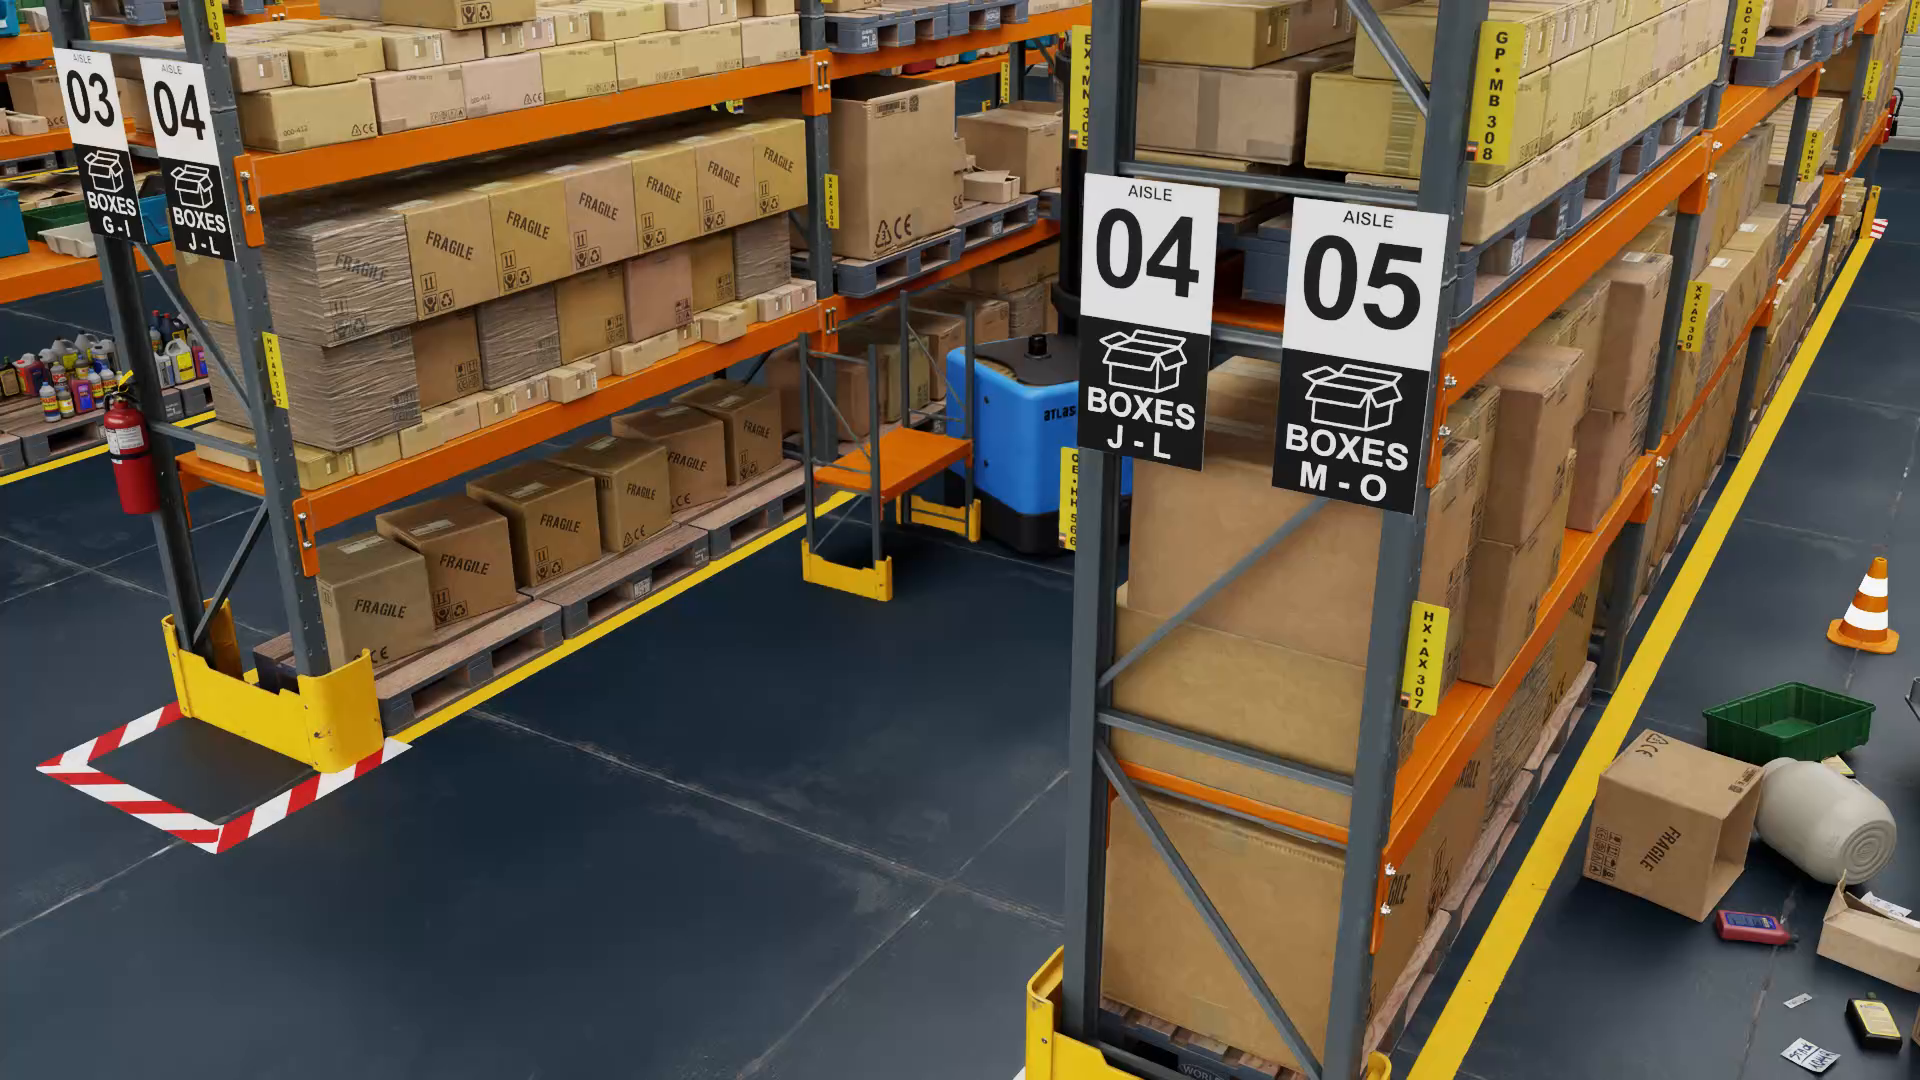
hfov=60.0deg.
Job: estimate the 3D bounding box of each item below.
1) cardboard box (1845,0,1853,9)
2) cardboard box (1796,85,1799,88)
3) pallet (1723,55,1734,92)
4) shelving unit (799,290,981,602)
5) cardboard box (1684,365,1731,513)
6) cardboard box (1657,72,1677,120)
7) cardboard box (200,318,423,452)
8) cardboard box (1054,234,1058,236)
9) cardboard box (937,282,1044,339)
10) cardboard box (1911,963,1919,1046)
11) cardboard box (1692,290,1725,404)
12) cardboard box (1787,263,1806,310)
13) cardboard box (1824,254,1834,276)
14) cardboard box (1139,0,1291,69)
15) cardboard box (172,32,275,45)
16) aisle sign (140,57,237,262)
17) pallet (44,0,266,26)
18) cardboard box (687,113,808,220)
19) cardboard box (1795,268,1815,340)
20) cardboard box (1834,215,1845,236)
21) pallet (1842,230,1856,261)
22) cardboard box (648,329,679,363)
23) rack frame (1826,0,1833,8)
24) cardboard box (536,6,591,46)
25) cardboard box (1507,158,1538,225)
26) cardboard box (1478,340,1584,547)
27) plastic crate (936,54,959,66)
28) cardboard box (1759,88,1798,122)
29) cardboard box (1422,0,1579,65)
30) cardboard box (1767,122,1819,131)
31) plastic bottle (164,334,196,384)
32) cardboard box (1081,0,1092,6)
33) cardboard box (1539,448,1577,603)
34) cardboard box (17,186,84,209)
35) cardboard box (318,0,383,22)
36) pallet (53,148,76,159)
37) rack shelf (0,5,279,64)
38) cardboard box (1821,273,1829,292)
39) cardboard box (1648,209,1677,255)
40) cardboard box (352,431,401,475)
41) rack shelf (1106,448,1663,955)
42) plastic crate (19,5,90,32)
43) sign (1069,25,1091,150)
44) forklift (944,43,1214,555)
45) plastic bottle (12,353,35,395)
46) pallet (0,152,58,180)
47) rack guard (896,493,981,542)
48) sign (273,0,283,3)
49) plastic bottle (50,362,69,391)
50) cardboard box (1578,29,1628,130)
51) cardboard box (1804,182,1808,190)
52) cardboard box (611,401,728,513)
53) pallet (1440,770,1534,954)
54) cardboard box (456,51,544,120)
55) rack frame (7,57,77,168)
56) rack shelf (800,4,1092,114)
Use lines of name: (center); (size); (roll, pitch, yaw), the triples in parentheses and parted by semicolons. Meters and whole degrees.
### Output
cardboard box: (5.804, -3.790, 11.329); (0.500, 0.500, 0.500); (14, 27, 29)
cardboard box: (7.147, -4.267, 14.573); (0.500, 0.500, 0.500); (13, 27, 27)
pallet: (3.351, -2.319, 8.297); (0.805, 0.209, 1.217); (13, 26, 27)
shelving unit: (-0.395, -0.578, 9.696); (0.587, 1.500, 1.083); (13, 27, 28)
cardboard box: (4.163, -0.739, 10.484); (1.050, 0.750, 0.750); (14, 27, 30)
cardboard box: (2.453, -1.678, 6.236); (0.380, 0.149, 0.250); (14, 27, 30)
cardboard box: (-3.048, -0.796, 7.814); (0.875, 0.500, 0.500); (14, 27, 29)
cardboard box: (1.240, -2.581, 14.581); (1.225, 0.875, 0.875); (12, 26, 27)
cardboard box: (0.240, -1.769, 13.153); (0.700, 0.500, 0.500); (11, 26, 25)
cardboard box: (3.833, 1.665, 5.771); (0.797, 0.503, 0.637); (-3, 24, -7)
cardboard box: (3.681, -1.048, 8.770); (0.500, 0.500, 0.500); (14, 27, 29)
cardboard box: (6.128, -1.968, 12.694); (0.500, 0.250, 0.500); (14, 27, 29)
cardboard box: (7.592, -2.487, 14.905); (0.380, 0.149, 0.250); (15, 28, 31)
cardboard box: (0.688, -1.411, 4.617); (0.380, 0.149, 0.250); (14, 27, 29)
cardboard box: (-3.243, -2.147, 7.346); (0.380, 0.149, 0.250); (13, 27, 27)
aisle sign: (-3.139, -1.543, 6.767); (0.394, 0.787, 0.004); (14, 27, 29)
pallet: (-5.757, -3.848, 11.825); (1.213, 0.211, 1.003); (14, 27, 29)
cardboard box: (-1.255, -2.216, 9.834); (0.500, 0.500, 0.500); (14, 27, 29)
cardboard box: (6.682, -1.981, 13.668); (0.500, 0.500, 0.500); (13, 27, 28)
cardboard box: (8.096, -2.979, 15.667); (0.380, 0.149, 0.250); (15, 27, 30)
pallet: (8.740, -3.189, 17.350); (1.003, 0.211, 1.213); (14, 27, 29)
cardboard box: (-1.817, -1.123, 9.385); (0.380, 0.149, 0.250); (14, 27, 29)
rack frame: (5.019, -4.814, 10.043); (1.000, 3.000, 0.127); (14, 27, 29)
cardboard box: (-2.085, -2.586, 8.360); (0.380, 0.149, 0.250); (13, 26, 27)
cardboard box: (1.386, -0.995, 4.659); (0.380, 0.149, 0.250); (14, 27, 29)
cardboard box: (1.650, -0.408, 5.868); (0.875, 0.550, 0.550); (14, 27, 29)
plastic crate: (-0.278, -5.972, 20.344); (0.437, 0.282, 0.530); (14, 27, 29)
cardboard box: (7.144, -3.816, 14.788); (0.500, 0.500, 0.500); (14, 27, 29)
cardboard box: (1.513, -1.443, 4.690); (0.380, 0.149, 0.250); (13, 27, 28)
cardboard box: (6.254, -3.054, 12.568); (0.380, 0.149, 0.250); (13, 27, 28)
plastic bottle: (-5.826, -1.357, 12.389); (0.144, 0.351, 0.185); (14, 27, 29)
cardboard box: (0.816, -4.230, 12.659); (0.500, 0.250, 0.500); (14, 27, 29)
cardboard box: (1.874, -0.105, 6.527); (0.875, 0.550, 0.500); (14, 27, 29)
cardboard box: (-8.967, -3.305, 16.335); (0.500, 0.311, 0.500); (14, 27, 28)
cardboard box: (-2.759, -2.799, 8.034); (0.500, 0.500, 0.500); (14, 27, 29)
pallet: (-11.286, -5.219, 22.040); (1.003, 0.211, 1.213); (14, 27, 29)
rack shelf: (-6.514, -3.194, 10.981); (1.077, 0.370, 4.000); (14, 27, 29)
cardboard box: (7.594, -2.351, 14.964); (0.380, 0.149, 0.250); (13, 26, 27)
cardboard box: (3.166, -1.384, 8.287); (0.700, 0.500, 0.500); (13, 27, 28)
cardboard box: (-2.860, -0.446, 7.820); (0.380, 0.149, 0.250); (14, 27, 29)
rack shelf: (1.854, 0.294, 6.700); (1.077, 0.370, 4.000); (14, 27, 29)
plastic crate: (-5.963, -3.451, 11.003); (0.243, 0.136, 0.396); (14, 27, 29)
sign: (0.345, -1.226, 4.515); (0.100, 0.325, 0.005); (14, 27, 29)
forklift: (1.433, -1.668, 10.413); (3.031, 2.935, 1.130); (-13, 27, -27)
plastic bottle: (-6.817, -1.215, 12.156); (0.152, 0.276, 0.135); (14, 27, 29)
pallet: (-12.180, -4.705, 20.853); (1.003, 0.211, 1.213); (14, 27, 29)
rack guard: (-0.138, -0.174, 10.336); (0.587, 0.250, 0.087); (13, 27, 28)
sign: (-4.998, -4.084, 12.121); (0.100, 0.325, 0.005); (14, 27, 29)
plastic bottle: (-6.628, -1.208, 12.233); (0.097, 0.201, 0.097); (0, 23, 0)
cardboard box: (1.804, -1.495, 5.311); (0.500, 0.250, 0.500); (14, 27, 29)
cardboard box: (6.262, -2.782, 12.689); (0.380, 0.149, 0.250); (13, 27, 27)
cardboard box: (-1.792, -0.508, 10.266); (0.500, 0.500, 0.500); (-18, 29, -36)
pallet: (1.799, 1.223, 7.160); (1.003, 0.211, 1.213); (14, 27, 29)
cardboard box: (-2.356, -2.192, 7.951); (0.500, 0.250, 0.500); (14, 27, 29)
rack frame: (-11.766, -6.248, 20.908); (1.000, 3.000, 0.127); (14, 27, 29)
rack shelf: (-0.197, -3.506, 11.702); (1.077, 0.370, 4.000); (14, 27, 29)
